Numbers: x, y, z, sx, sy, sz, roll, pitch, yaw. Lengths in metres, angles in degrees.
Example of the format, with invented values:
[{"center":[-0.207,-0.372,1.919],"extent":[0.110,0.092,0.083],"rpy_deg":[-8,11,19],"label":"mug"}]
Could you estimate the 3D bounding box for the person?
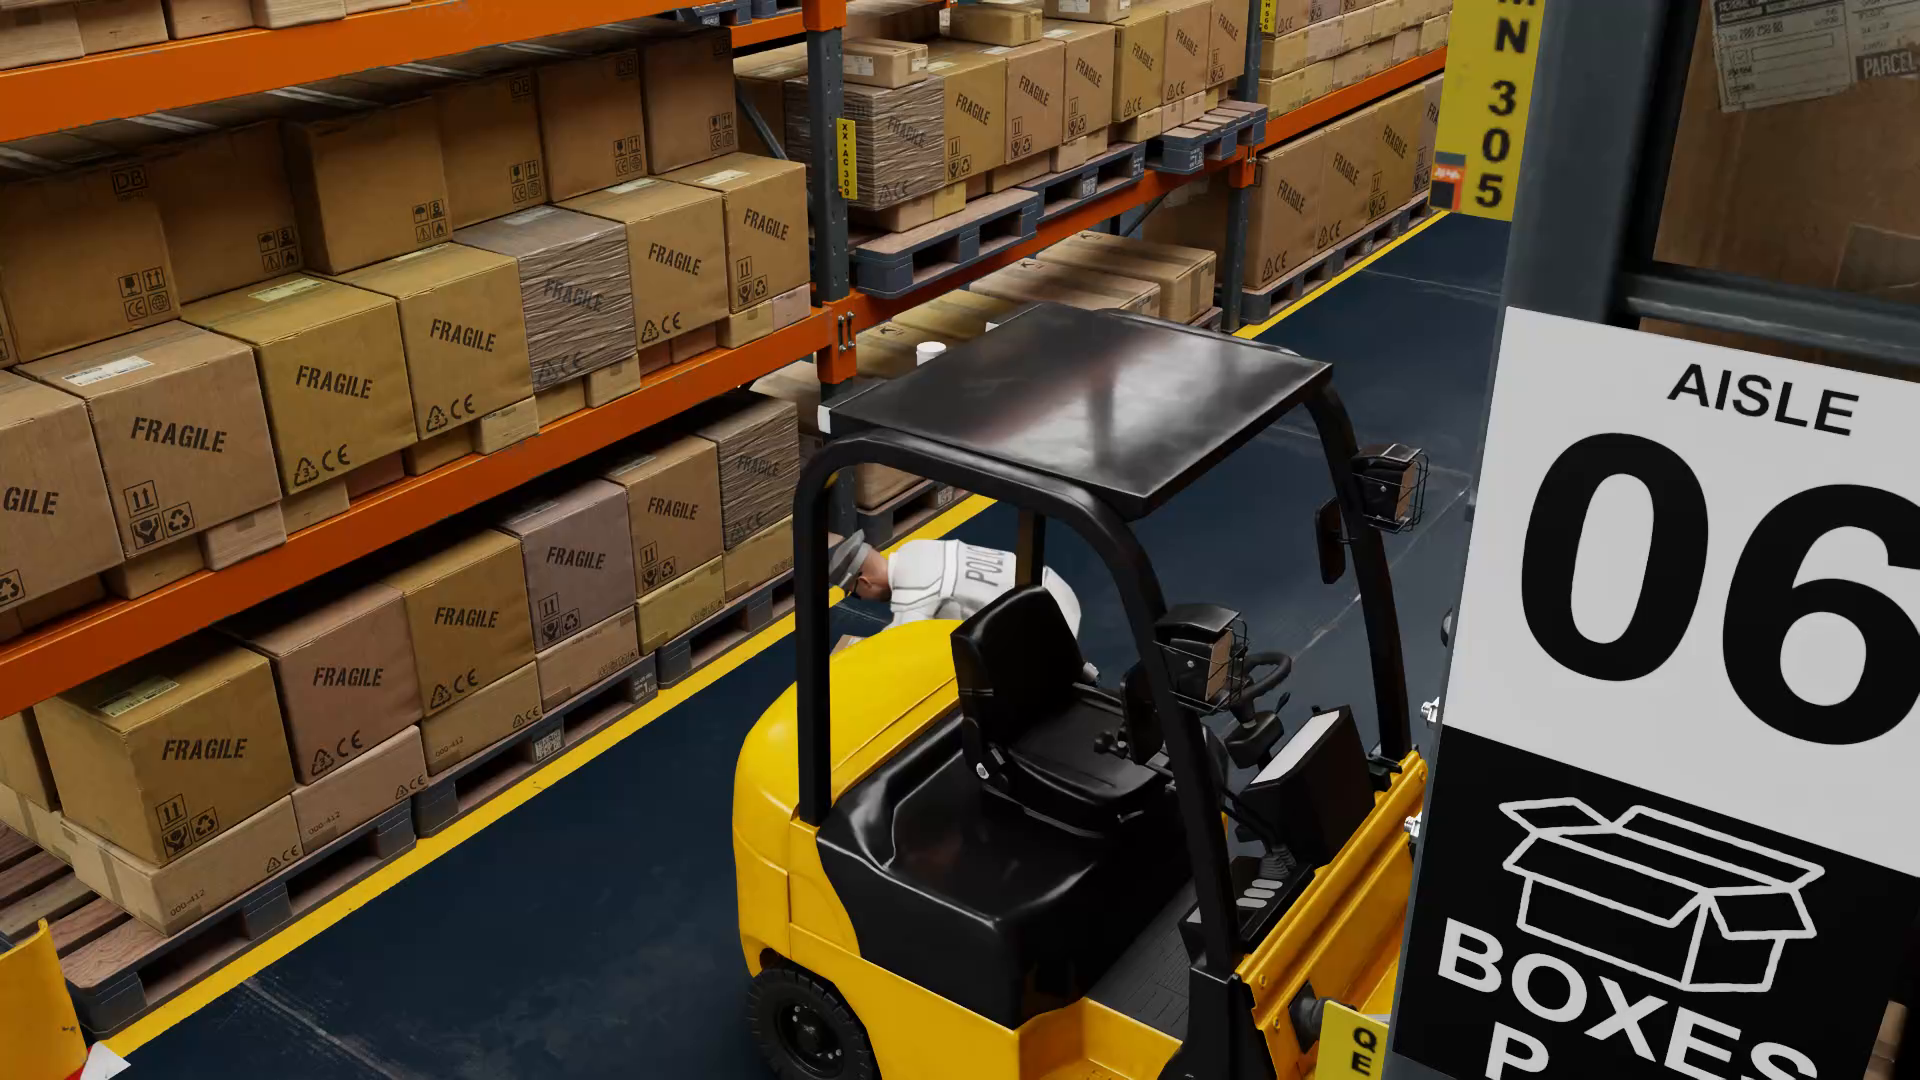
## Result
[{"center":[-0.036,0.379,6.498],"extent":[1.000,0.877,0.536],"rpy_deg":[4,27,8],"label":"person"}]
